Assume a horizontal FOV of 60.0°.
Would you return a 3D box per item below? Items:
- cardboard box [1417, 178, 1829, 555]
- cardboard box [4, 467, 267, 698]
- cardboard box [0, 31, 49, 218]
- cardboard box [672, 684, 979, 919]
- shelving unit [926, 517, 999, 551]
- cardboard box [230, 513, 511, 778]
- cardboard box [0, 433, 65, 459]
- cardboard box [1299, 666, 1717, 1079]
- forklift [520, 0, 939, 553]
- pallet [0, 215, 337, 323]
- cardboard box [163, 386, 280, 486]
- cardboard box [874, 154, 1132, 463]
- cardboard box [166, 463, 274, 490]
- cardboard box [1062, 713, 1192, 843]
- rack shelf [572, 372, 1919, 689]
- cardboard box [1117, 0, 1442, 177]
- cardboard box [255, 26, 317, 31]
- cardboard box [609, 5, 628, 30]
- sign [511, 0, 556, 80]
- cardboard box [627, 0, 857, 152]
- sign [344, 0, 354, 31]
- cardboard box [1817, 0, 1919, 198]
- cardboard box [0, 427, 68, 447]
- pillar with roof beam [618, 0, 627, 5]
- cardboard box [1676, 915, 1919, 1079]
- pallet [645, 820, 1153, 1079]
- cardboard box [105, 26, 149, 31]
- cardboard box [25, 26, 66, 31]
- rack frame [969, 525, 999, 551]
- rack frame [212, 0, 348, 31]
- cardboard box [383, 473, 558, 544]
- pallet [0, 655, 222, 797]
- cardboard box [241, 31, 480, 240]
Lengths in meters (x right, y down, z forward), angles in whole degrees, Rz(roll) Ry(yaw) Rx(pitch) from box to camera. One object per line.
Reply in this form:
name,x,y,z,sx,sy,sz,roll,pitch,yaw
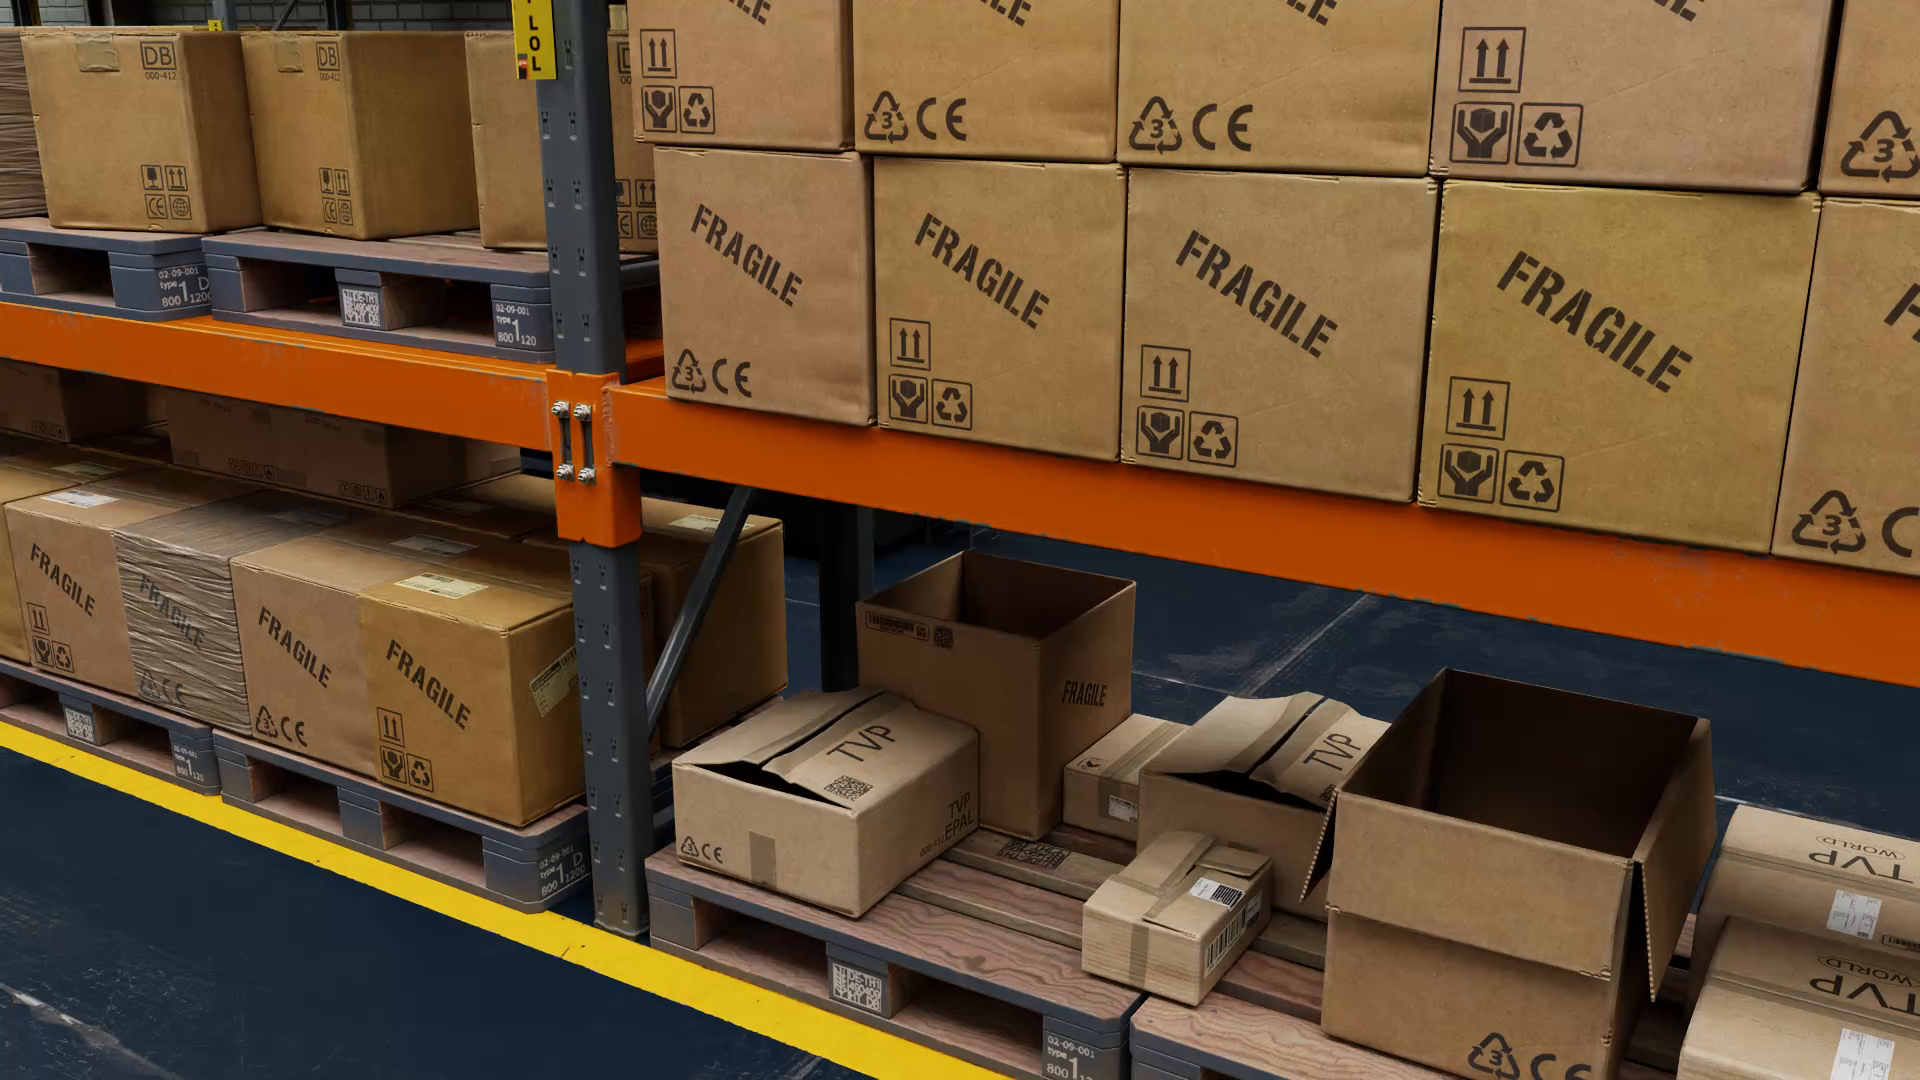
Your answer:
cardboard box,1.047,-0.314,2.583,0.500,0.500,0.500,10,19,29
cardboard box,-2.390,0.109,4.906,0.500,0.500,0.500,9,19,28
cardboard box,-2.675,-1.245,4.925,0.500,0.500,0.700,15,22,40
cardboard box,-0.297,0.551,3.775,0.500,0.311,0.500,10,20,30
shelving unit,0.010,-0.429,6.745,0.210,0.900,0.258,9,19,28
cardboard box,-1.529,0.262,4.402,0.500,0.500,0.500,10,20,30
cardboard box,-3.263,-0.047,5.418,0.500,0.500,0.500,9,19,28
cardboard box,1.062,0.626,3.197,0.637,0.503,0.797,10,20,30
forklift,-1.405,-1.632,7.212,3.031,2.935,1.130,9,19,28
pallet,-2.290,-0.864,4.895,1.213,0.211,1.003,10,20,30
cardboard box,-2.106,-0.378,5.217,0.500,0.250,0.500,10,19,29
cardboard box,0.188,-0.468,3.089,0.500,0.500,0.500,11,20,31
cardboard box,-2.139,-0.024,5.343,0.500,0.500,0.500,9,19,28
cardboard box,0.443,0.570,3.992,0.250,0.149,0.380,10,20,30
rack shelf,1.163,0.006,2.938,4.000,0.370,1.077,10,20,30
cardboard box,0.590,-0.870,2.694,0.500,0.500,0.500,9,19,28
cardboard box,-5.060,-3.506,12.197,0.500,0.500,0.500,10,19,29
cardboard box,-1.952,-3.137,10.003,0.250,0.149,0.380,7,18,21
sign,-0.829,-1.058,3.212,0.005,0.325,0.100,10,20,30
cardboard box,-0.287,-1.027,3.209,0.500,0.500,0.500,11,20,31
sign,-4.482,-3.779,12.167,0.005,0.325,0.100,10,20,30
cardboard box,1.469,-0.714,2.178,0.500,0.500,0.500,11,20,32
cardboard box,-3.030,-0.181,5.860,0.500,0.500,0.500,11,20,32
pillar with roof beam,-4.269,-4.694,6.853,0.400,9.000,9.100,10,20,30
cardboard box,1.481,0.898,2.739,0.500,0.250,0.500,10,20,30
pallet,0.043,0.797,3.895,1.213,0.211,1.003,10,20,30
cardboard box,-5.762,-3.453,12.021,0.500,0.500,0.500,10,20,30
cardboard box,-6.629,-3.611,12.542,0.500,0.500,0.500,11,20,32
rack frame,0.098,-0.414,6.696,0.006,0.900,0.240,9,19,28
rack frame,-4.769,-3.087,11.881,0.127,3.000,1.000,10,20,30
cardboard box,-1.287,0.131,4.833,0.500,0.500,0.500,10,20,31
pallet,-2.298,0.392,5.226,1.213,0.211,1.003,10,20,30
cardboard box,-1.447,-1.107,4.471,0.500,0.500,0.700,14,22,39
